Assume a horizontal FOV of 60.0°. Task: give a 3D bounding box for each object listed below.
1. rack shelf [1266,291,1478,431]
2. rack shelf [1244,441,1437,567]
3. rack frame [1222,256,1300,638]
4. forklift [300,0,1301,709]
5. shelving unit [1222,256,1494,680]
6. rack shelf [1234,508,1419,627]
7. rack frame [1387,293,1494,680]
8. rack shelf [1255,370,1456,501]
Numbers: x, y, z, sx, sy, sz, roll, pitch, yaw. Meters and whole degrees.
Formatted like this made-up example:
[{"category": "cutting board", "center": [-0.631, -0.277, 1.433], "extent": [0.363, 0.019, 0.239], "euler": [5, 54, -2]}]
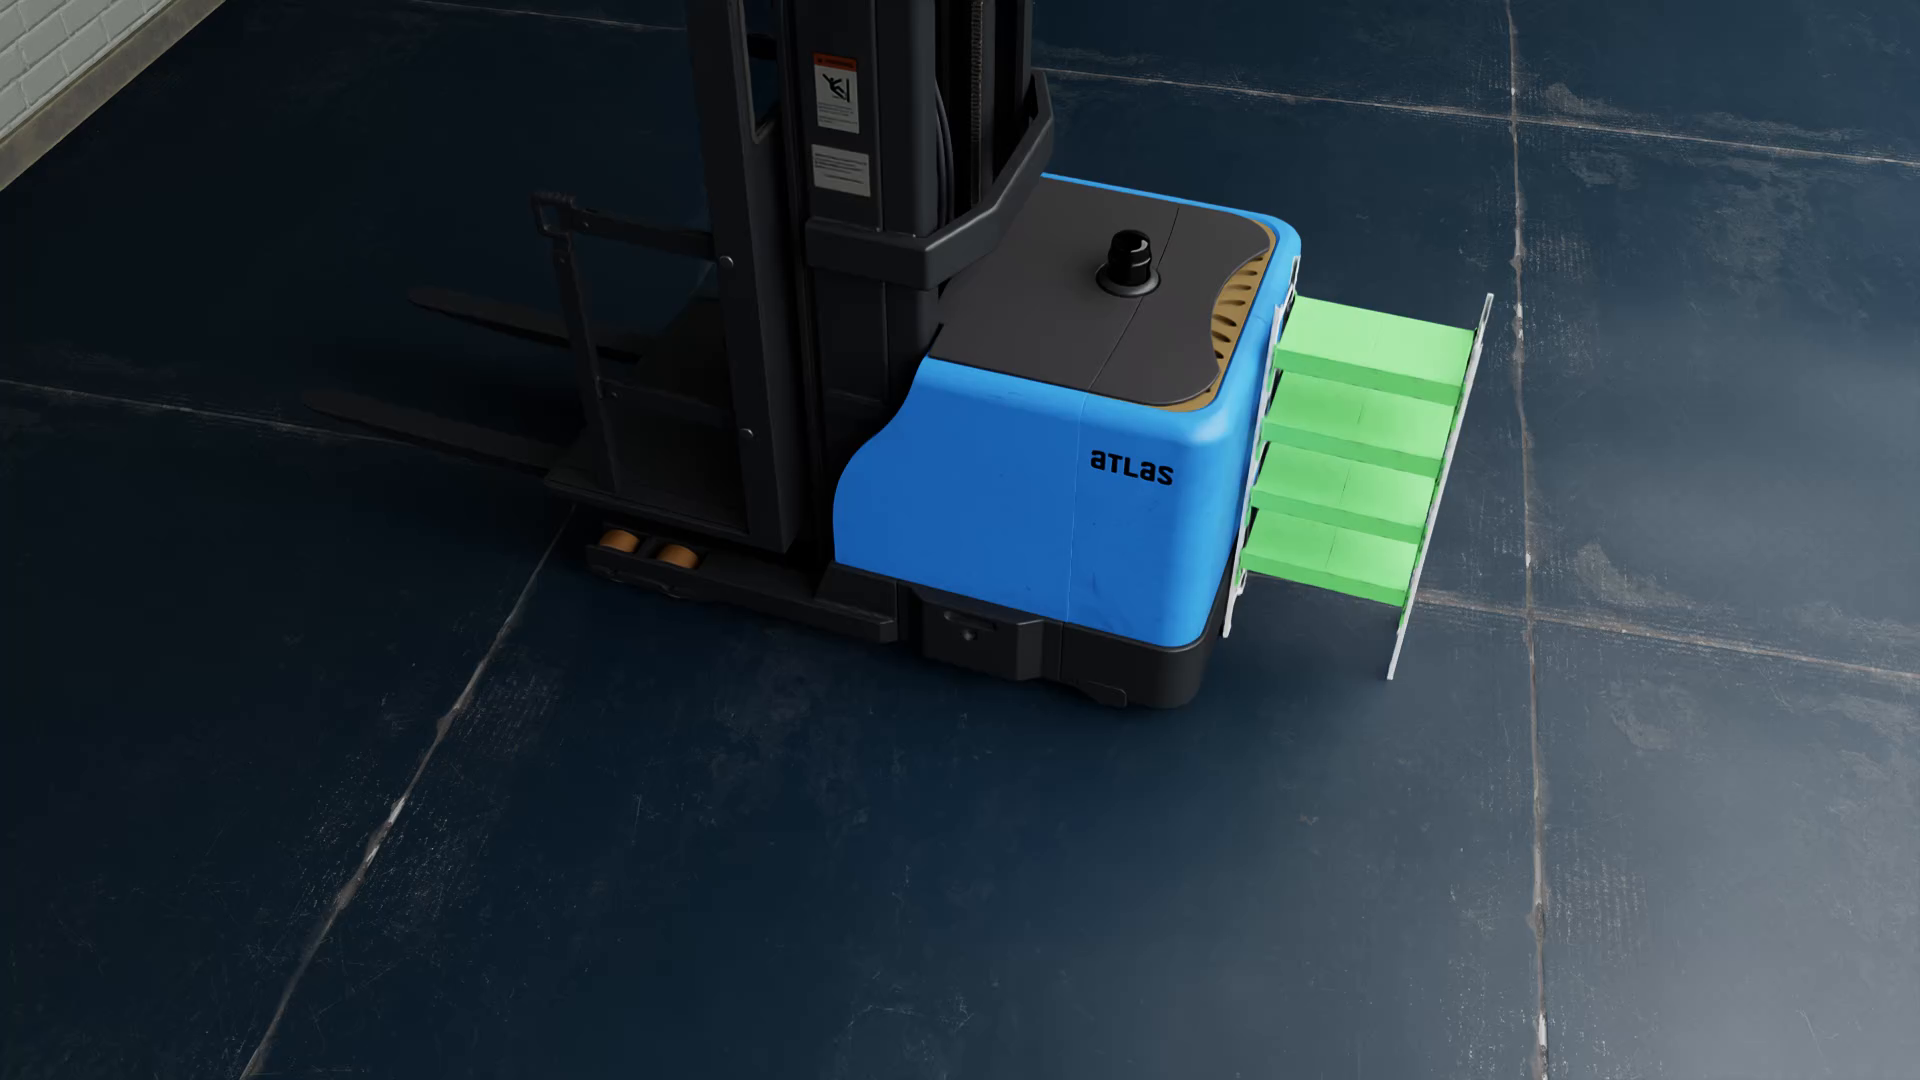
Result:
[{"category": "rack shelf", "center": [1.058, -0.463, 4.266], "extent": [0.480, 0.148, 0.258], "euler": [14, 46, 14]}, {"category": "rack shelf", "center": [1.058, -0.117, 4.599], "extent": [0.480, 0.148, 0.258], "euler": [14, 46, 14]}, {"category": "rack frame", "center": [0.828, -0.220, 4.614], "extent": [0.015, 1.200, 0.240], "euler": [14, 46, 14]}, {"category": "forklift", "center": [-0.609, -1.208, 4.392], "extent": [3.031, 2.935, 1.130], "euler": [14, 46, 14]}, {"category": "shelving unit", "center": [1.058, -0.163, 4.554], "extent": [0.503, 1.200, 0.258], "euler": [14, 46, 14]}, {"category": "rack shelf", "center": [1.058, 0.056, 4.765], "extent": [0.480, 0.148, 0.258], "euler": [14, 46, 14]}, {"category": "rack frame", "center": [1.287, -0.106, 4.495], "extent": [0.015, 1.200, 0.240], "euler": [14, 46, 14]}, {"category": "rack shelf", "center": [1.058, -0.290, 4.432], "extent": [0.480, 0.148, 0.258], "euler": [14, 46, 14]}]
